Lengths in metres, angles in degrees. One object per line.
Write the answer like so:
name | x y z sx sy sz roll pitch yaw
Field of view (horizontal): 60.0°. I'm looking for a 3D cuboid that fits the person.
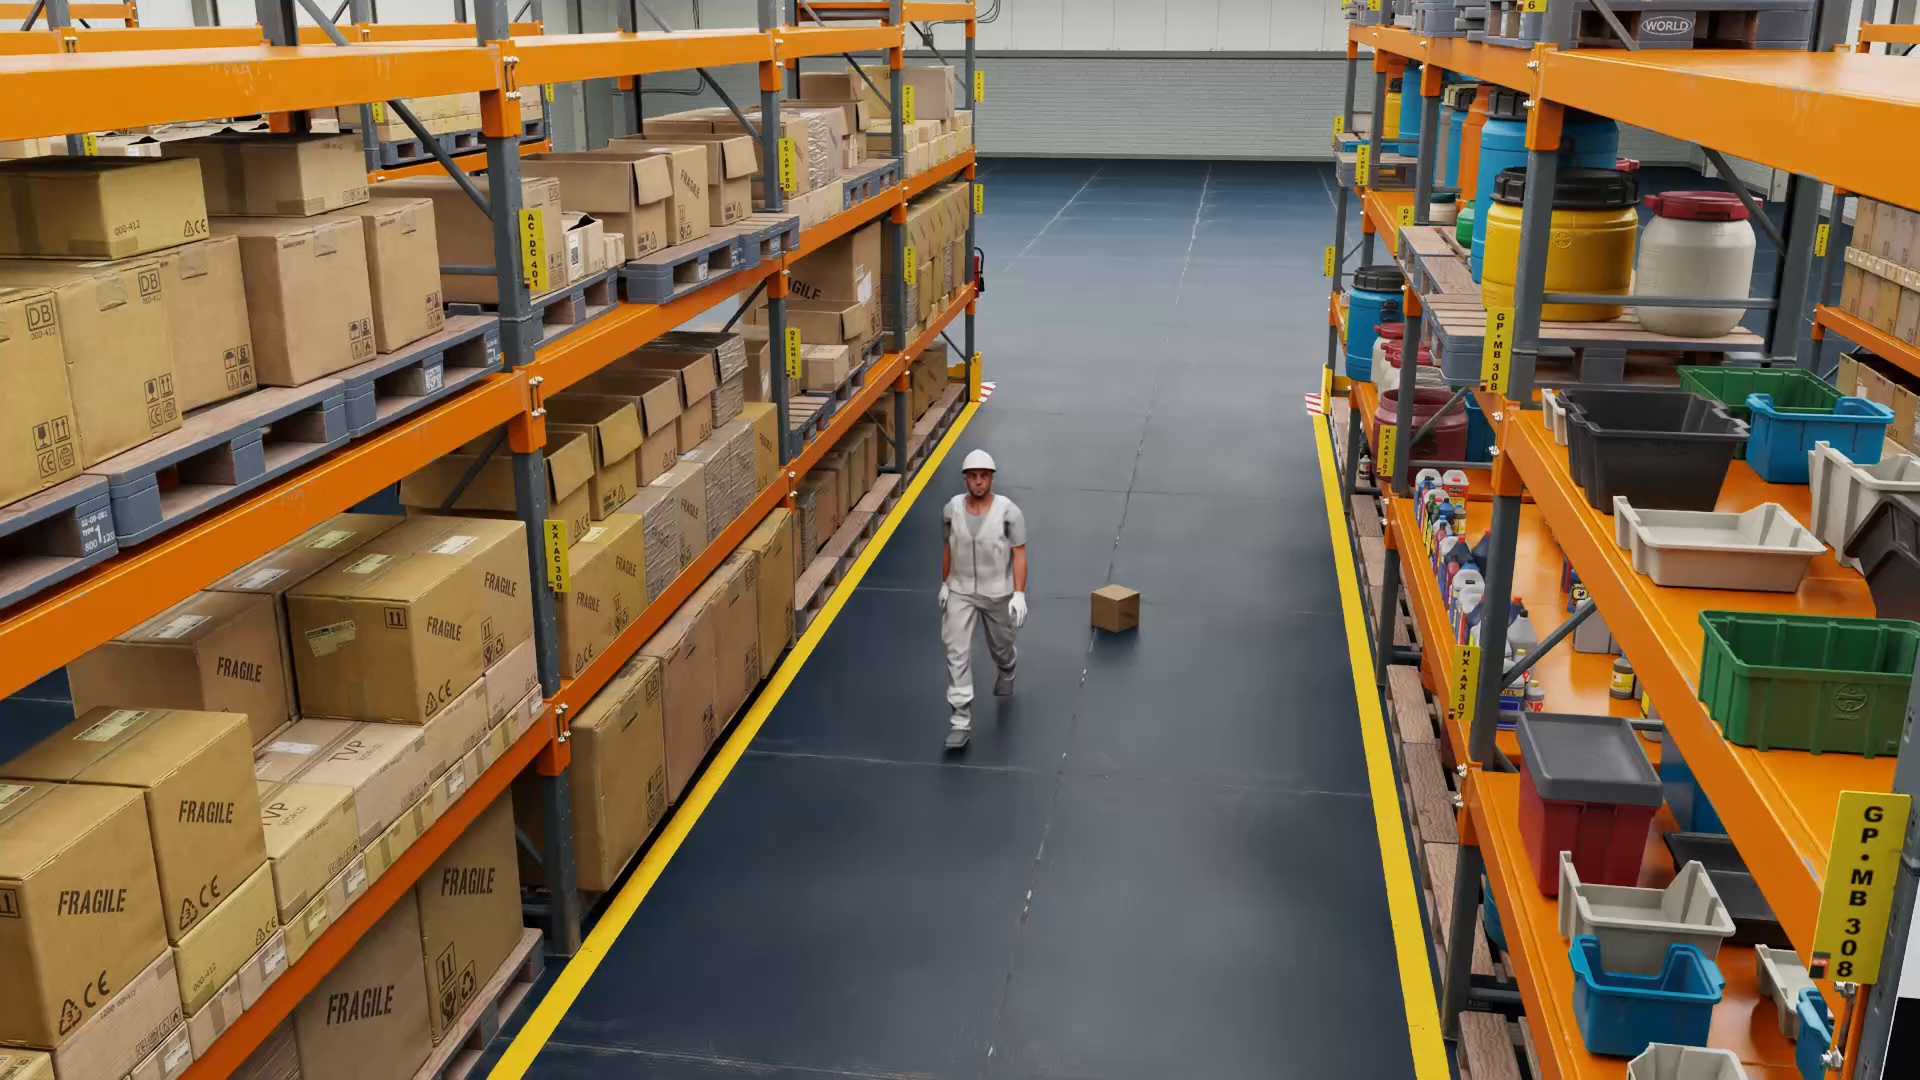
person | 0.135 0.313 10.052 0.584 1.744 1.050 3 18 9
